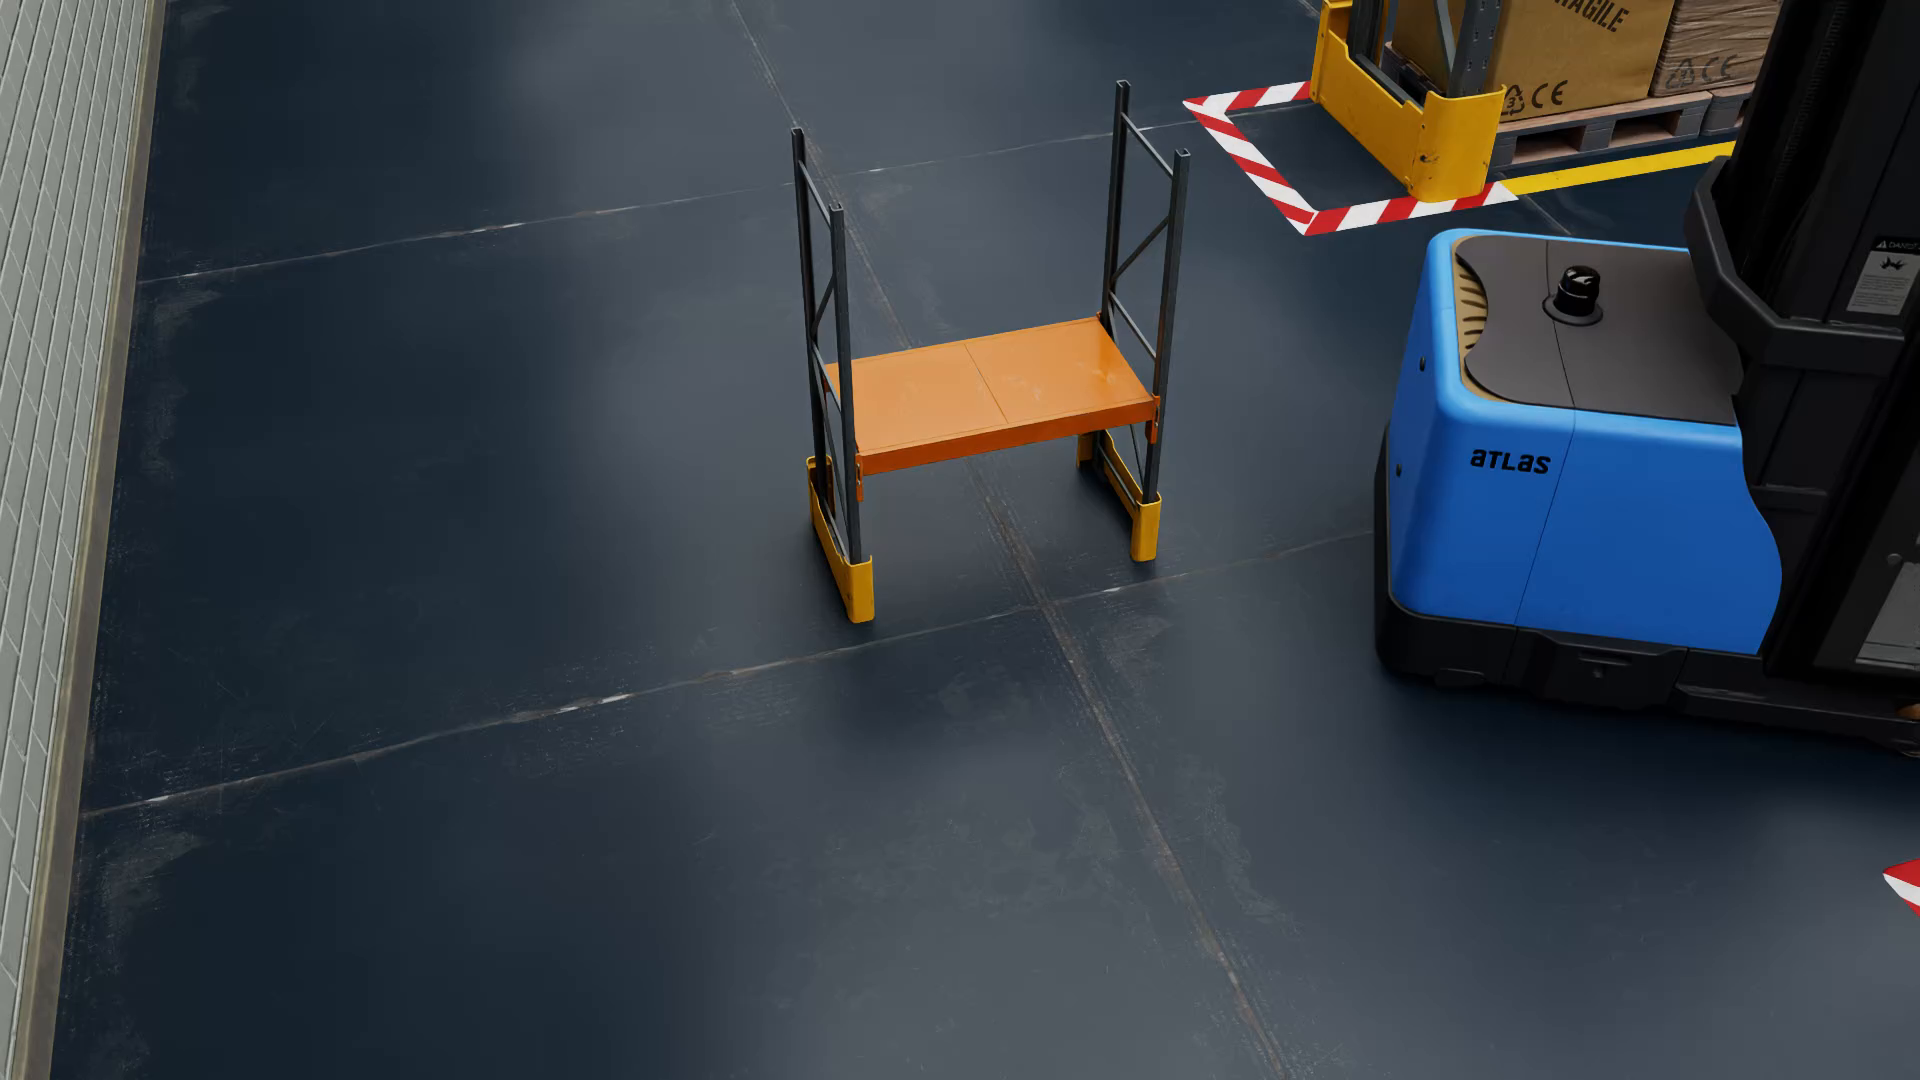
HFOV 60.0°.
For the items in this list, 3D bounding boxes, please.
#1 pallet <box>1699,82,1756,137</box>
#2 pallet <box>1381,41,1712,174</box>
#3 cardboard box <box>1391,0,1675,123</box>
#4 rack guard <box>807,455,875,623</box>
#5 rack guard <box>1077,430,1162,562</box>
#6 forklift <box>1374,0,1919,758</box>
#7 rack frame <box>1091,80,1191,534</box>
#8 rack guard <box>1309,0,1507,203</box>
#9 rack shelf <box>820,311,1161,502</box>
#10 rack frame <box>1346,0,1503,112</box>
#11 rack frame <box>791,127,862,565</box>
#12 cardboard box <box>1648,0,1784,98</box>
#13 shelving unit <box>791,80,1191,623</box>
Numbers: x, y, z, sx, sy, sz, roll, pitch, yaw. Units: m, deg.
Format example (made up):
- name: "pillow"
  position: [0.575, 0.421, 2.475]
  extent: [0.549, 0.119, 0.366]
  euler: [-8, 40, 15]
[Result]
- name: "pallet"
  position: [3.985, -2.437, 8.378]
  extent: [1.213, 0.211, 1.003]
  euler: [-12, 42, -13]
- name: "pallet"
  position: [2.823, -2.198, 8.105]
  extent: [1.213, 0.211, 1.003]
  euler: [-12, 42, -13]
- name: "cardboard box"
  position: [2.670, -2.576, 7.714]
  extent: [0.875, 0.875, 0.875]
  euler: [-12, 42, -13]
- name: "rack guard"
  position: [-0.402, -0.011, 5.572]
  extent: [0.087, 0.250, 0.587]
  euler: [-12, 42, -13]
- name: "rack guard"
  position: [0.548, -0.208, 5.798]
  extent: [0.087, 0.250, 0.587]
  euler: [-12, 42, -13]
- name: "forklift"
  position: [2.879, -0.808, 4.447]
  extent: [3.031, 2.935, 1.130]
  euler: [7, 42, 8]
- name: "rack frame"
  position: [0.566, -0.682, 5.391]
  extent: [0.032, 1.500, 0.500]
  euler: [-12, 42, -13]
- name: "rack guard"
  position: [2.061, -2.095, 7.768]
  extent: [0.348, 0.500, 1.175]
  euler: [-12, 42, -13]
- name: "rack shelf"
  position: [0.081, -0.446, 5.394]
  extent: [1.000, 0.185, 0.538]
  euler: [-12, 42, -13]
- name: "rack frame"
  position: [2.084, -3.041, 6.951]
  extent: [0.127, 3.000, 1.000]
  euler: [-12, 42, -13]
- name: "rack frame"
  position: [-0.403, -0.481, 5.161]
  extent: [0.032, 1.500, 0.500]
  euler: [-12, 42, -13]
- name: "cardboard box"
  position: [3.538, -2.755, 7.920]
  extent: [0.875, 0.875, 0.875]
  euler: [-12, 42, -13]
- name: "shelving unit"
  position: [0.073, -0.580, 5.274]
  extent: [1.083, 1.500, 0.587]
  euler: [-12, 42, -13]
